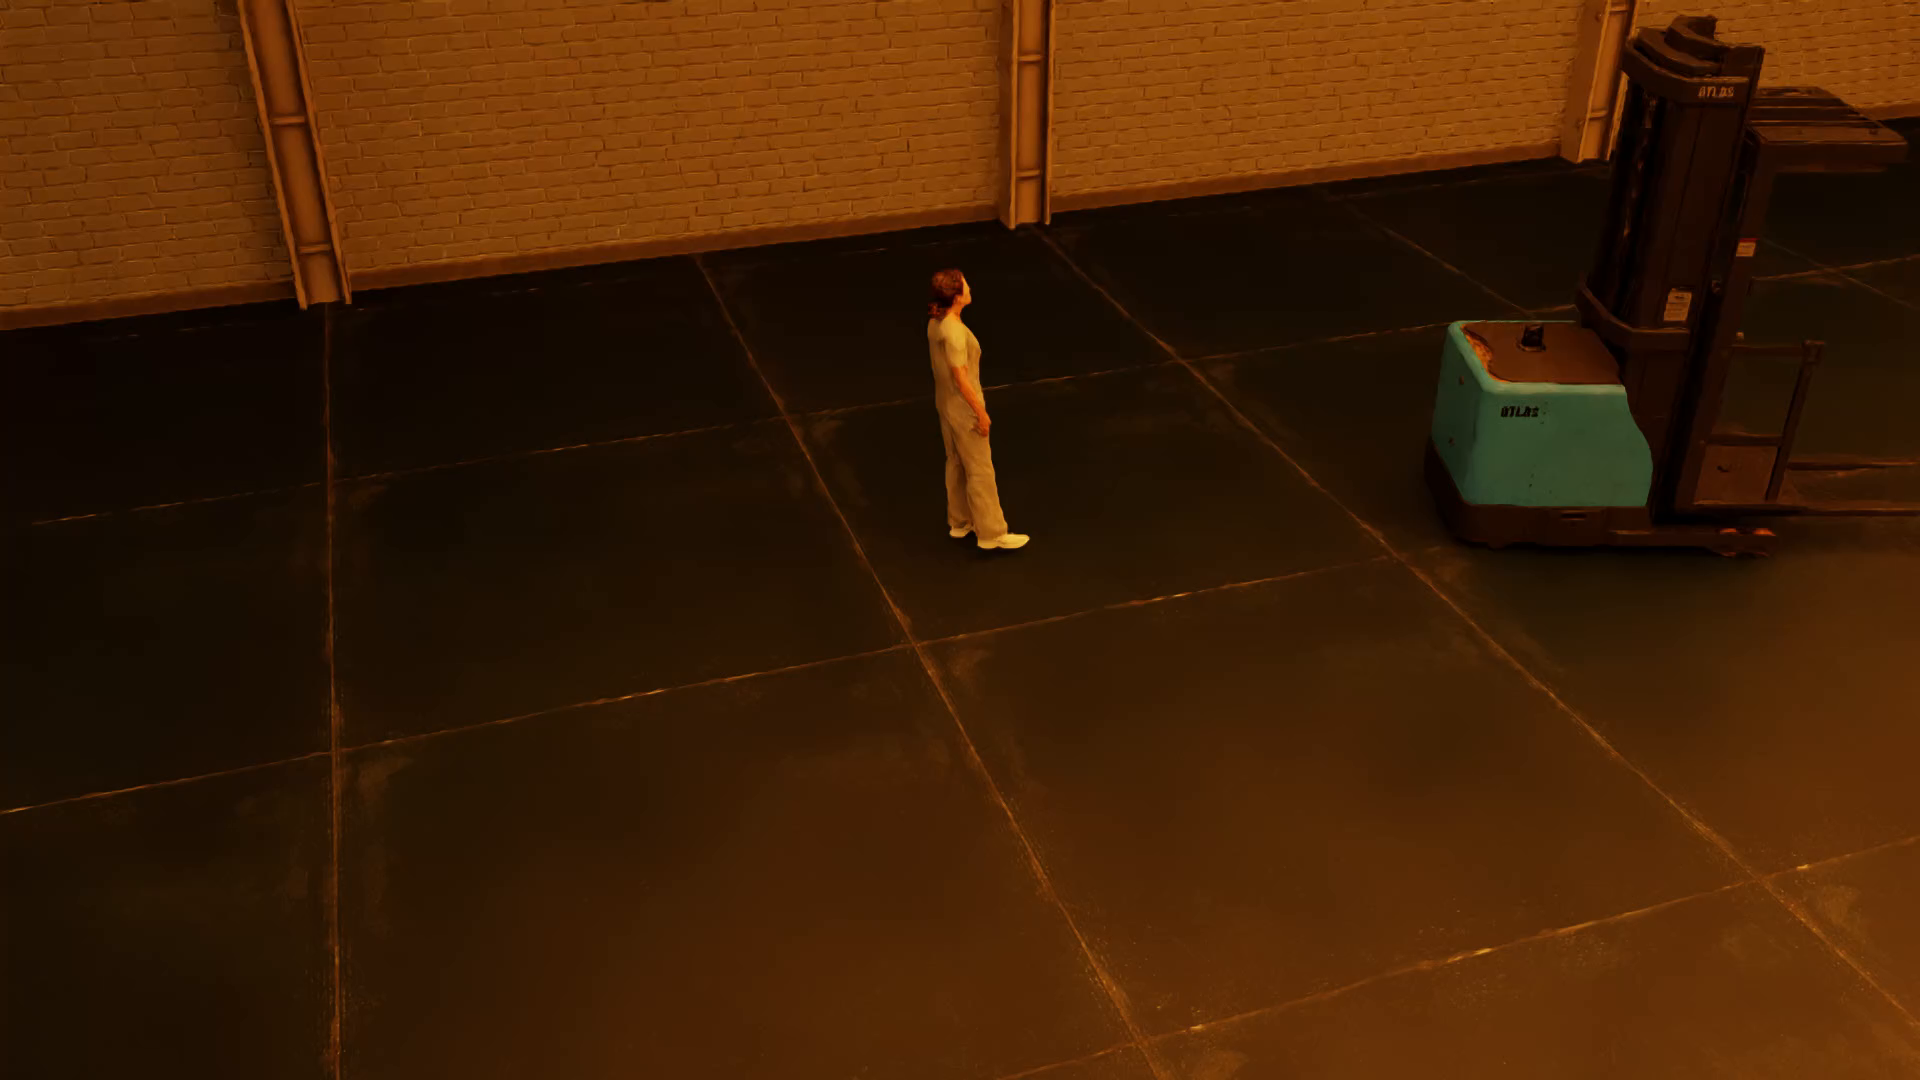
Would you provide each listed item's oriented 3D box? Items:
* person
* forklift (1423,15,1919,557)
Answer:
[{"bbox_3d":[0.073,-0.772,9.594,0.549,1.673,0.550,-10,31,-16],"label":"person"},{"bbox_3d":[4.479,-1.441,9.591,3.031,2.935,1.130,1,30,1],"label":"forklift"}]
